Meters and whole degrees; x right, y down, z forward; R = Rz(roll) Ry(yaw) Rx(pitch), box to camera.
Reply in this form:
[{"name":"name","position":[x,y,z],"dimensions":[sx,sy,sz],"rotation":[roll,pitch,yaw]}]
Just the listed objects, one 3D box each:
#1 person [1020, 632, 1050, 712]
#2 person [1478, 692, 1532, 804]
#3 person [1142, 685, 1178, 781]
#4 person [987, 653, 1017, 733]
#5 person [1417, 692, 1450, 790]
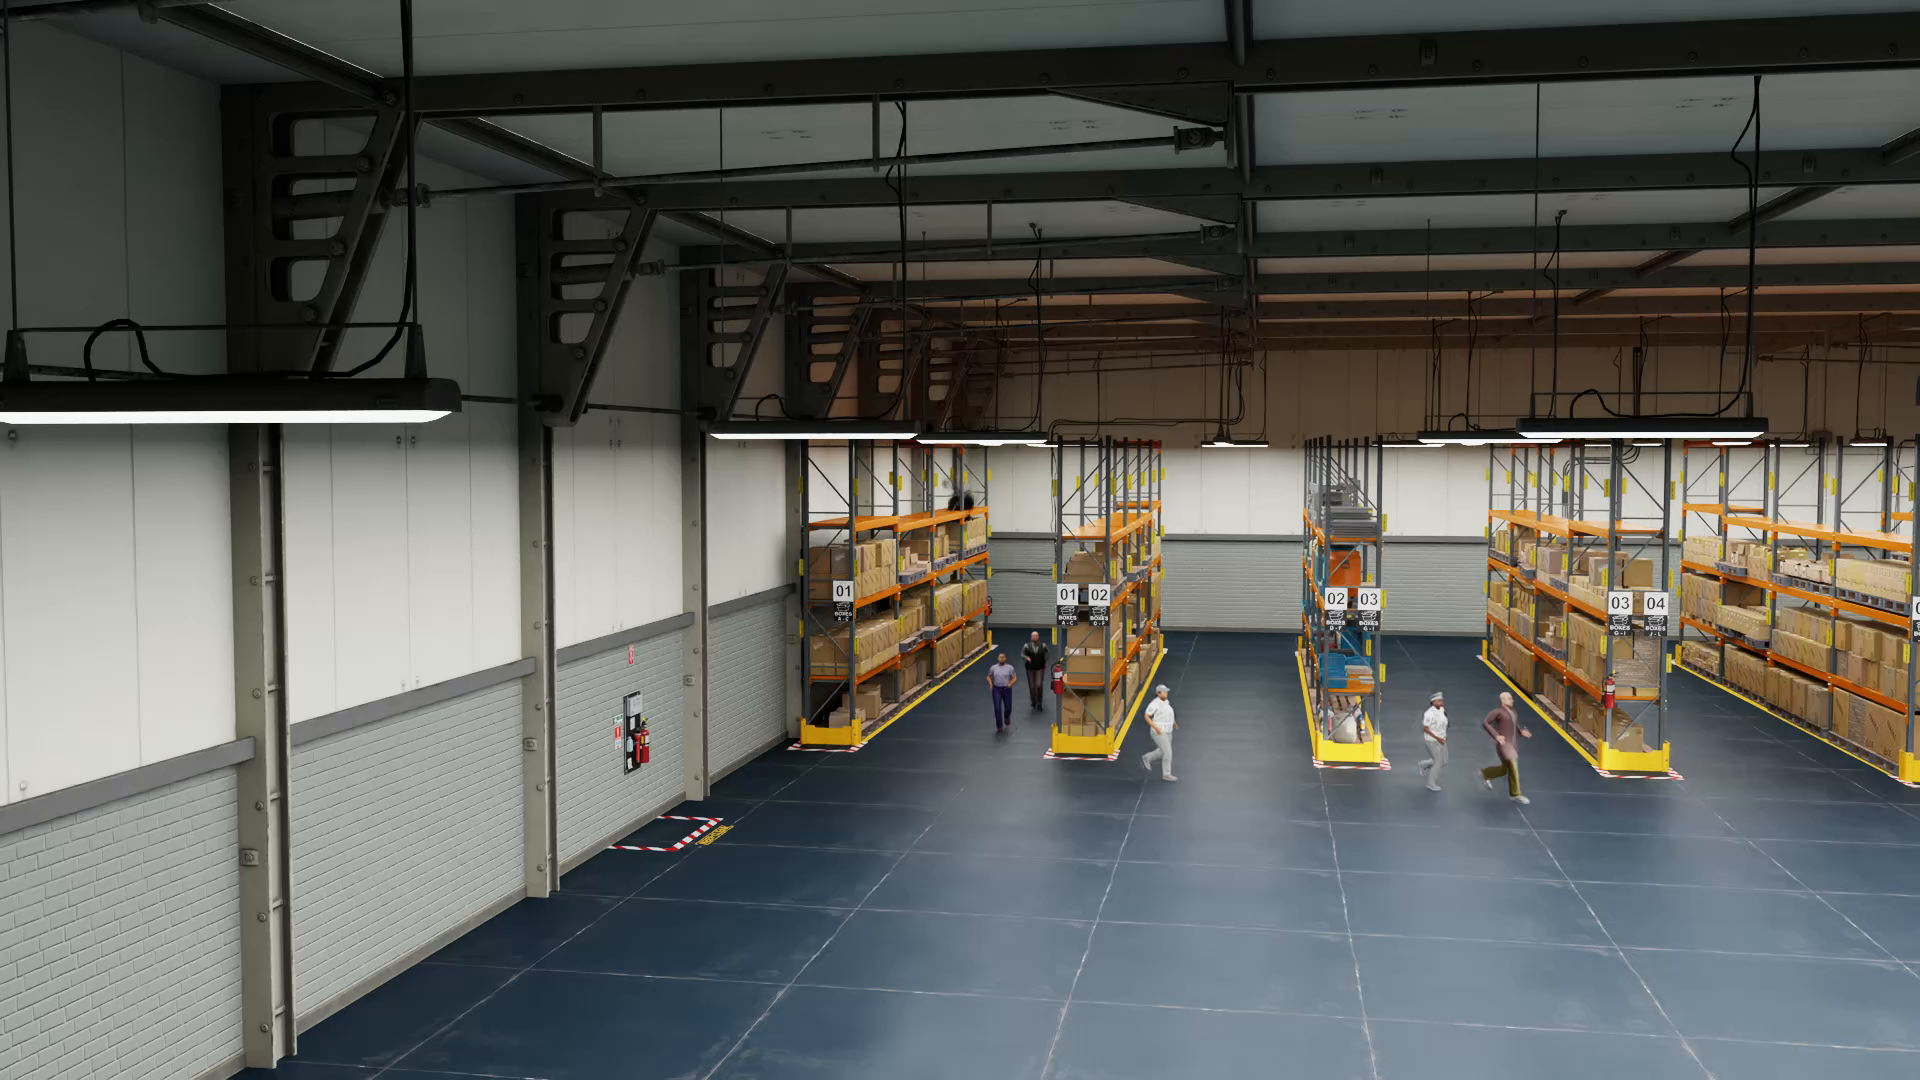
[{"name":"person","position":[1.643,2.901,36.593],"dimensions":[0.642,1.779,0.768],"rotation":[0,3,6]},{"name":"person","position":[8.899,3.374,27.218],"dimensions":[0.710,1.780,0.977],"rotation":[-3,4,-43]},{"name":"person","position":[3.466,3.337,28.965],"dimensions":[0.796,1.641,0.638],"rotation":[2,4,39]},{"name":"person","position":[0.845,3.090,33.876],"dimensions":[0.613,1.599,0.688],"rotation":[0,3,2]},{"name":"person","position":[8.010,3.385,28.123],"dimensions":[0.591,1.663,0.616],"rotation":[-3,4,-40]}]
